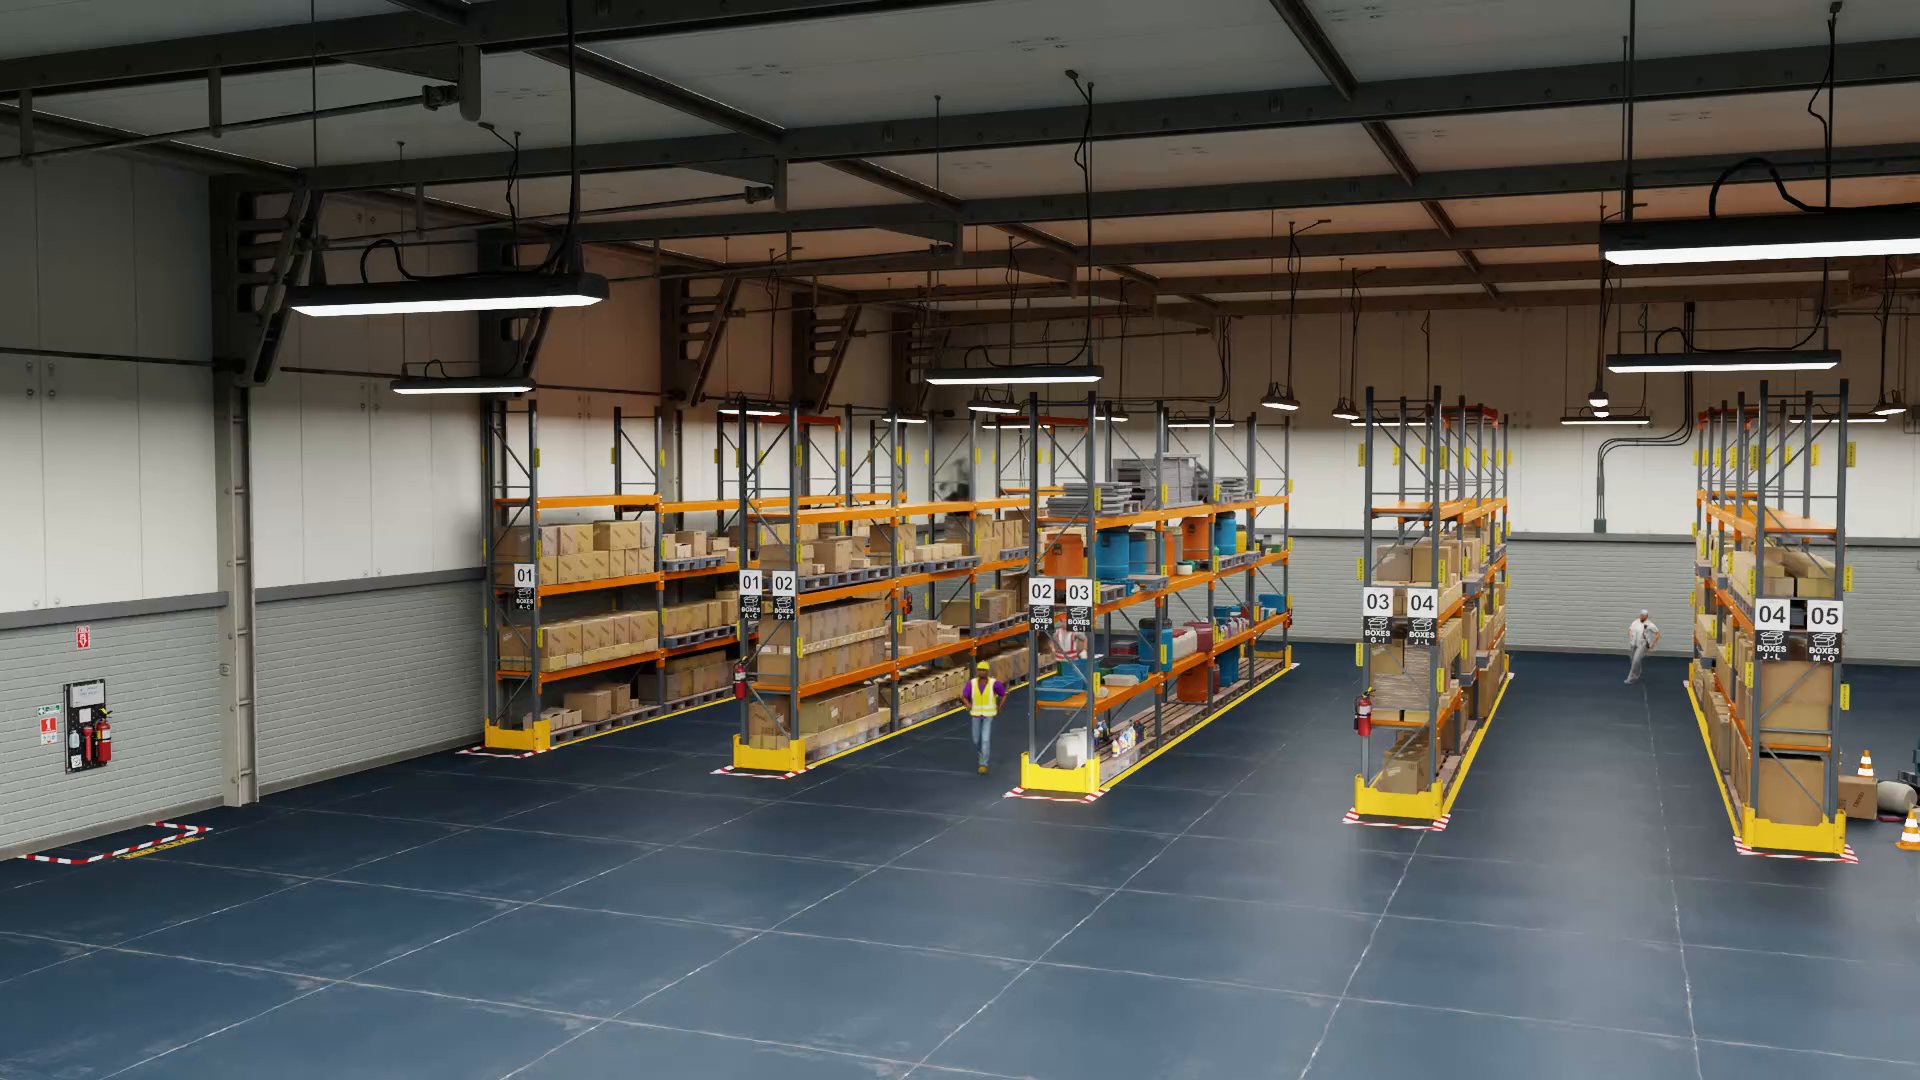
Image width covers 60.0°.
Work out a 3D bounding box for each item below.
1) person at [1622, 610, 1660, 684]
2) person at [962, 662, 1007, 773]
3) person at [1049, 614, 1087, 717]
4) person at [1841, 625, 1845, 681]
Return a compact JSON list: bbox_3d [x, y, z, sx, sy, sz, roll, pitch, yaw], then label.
[{"bbox_3d":[15.077,2.351,36.808,0.881,1.642,0.693,-2,4,-38],"label":"person"},{"bbox_3d":[0.372,2.813,26.613,0.730,1.746,0.758,1,3,13],"label":"person"},{"bbox_3d":[1.982,2.324,30.990,0.687,1.900,0.724,1,3,24],"label":"person"},{"bbox_3d":[19.053,2.343,36.528,0.734,1.777,0.635,1,3,17],"label":"person"}]
